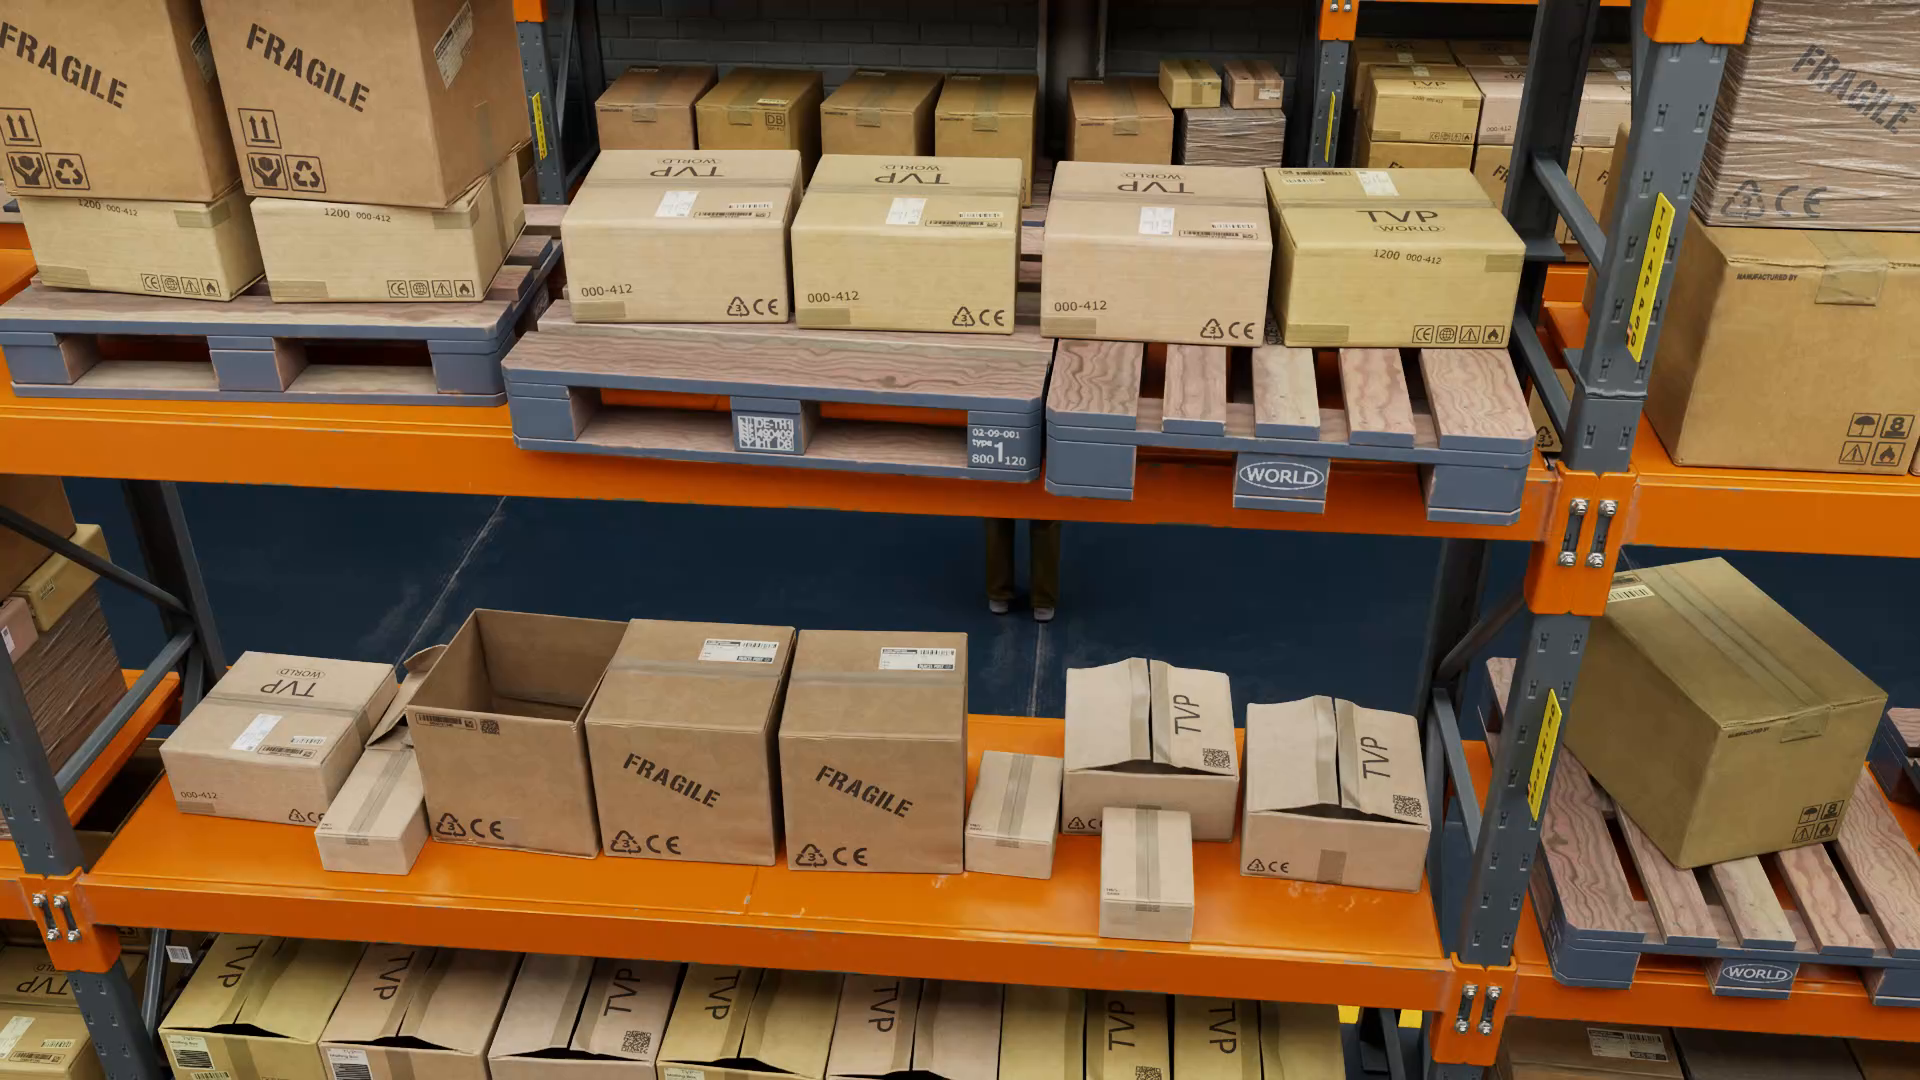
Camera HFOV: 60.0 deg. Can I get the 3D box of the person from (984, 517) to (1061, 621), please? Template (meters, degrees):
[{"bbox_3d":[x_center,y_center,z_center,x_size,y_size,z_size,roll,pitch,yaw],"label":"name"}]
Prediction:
[{"bbox_3d":[0.296,-0.485,7.885,0.526,1.780,0.556,2,32,4],"label":"person"}]
